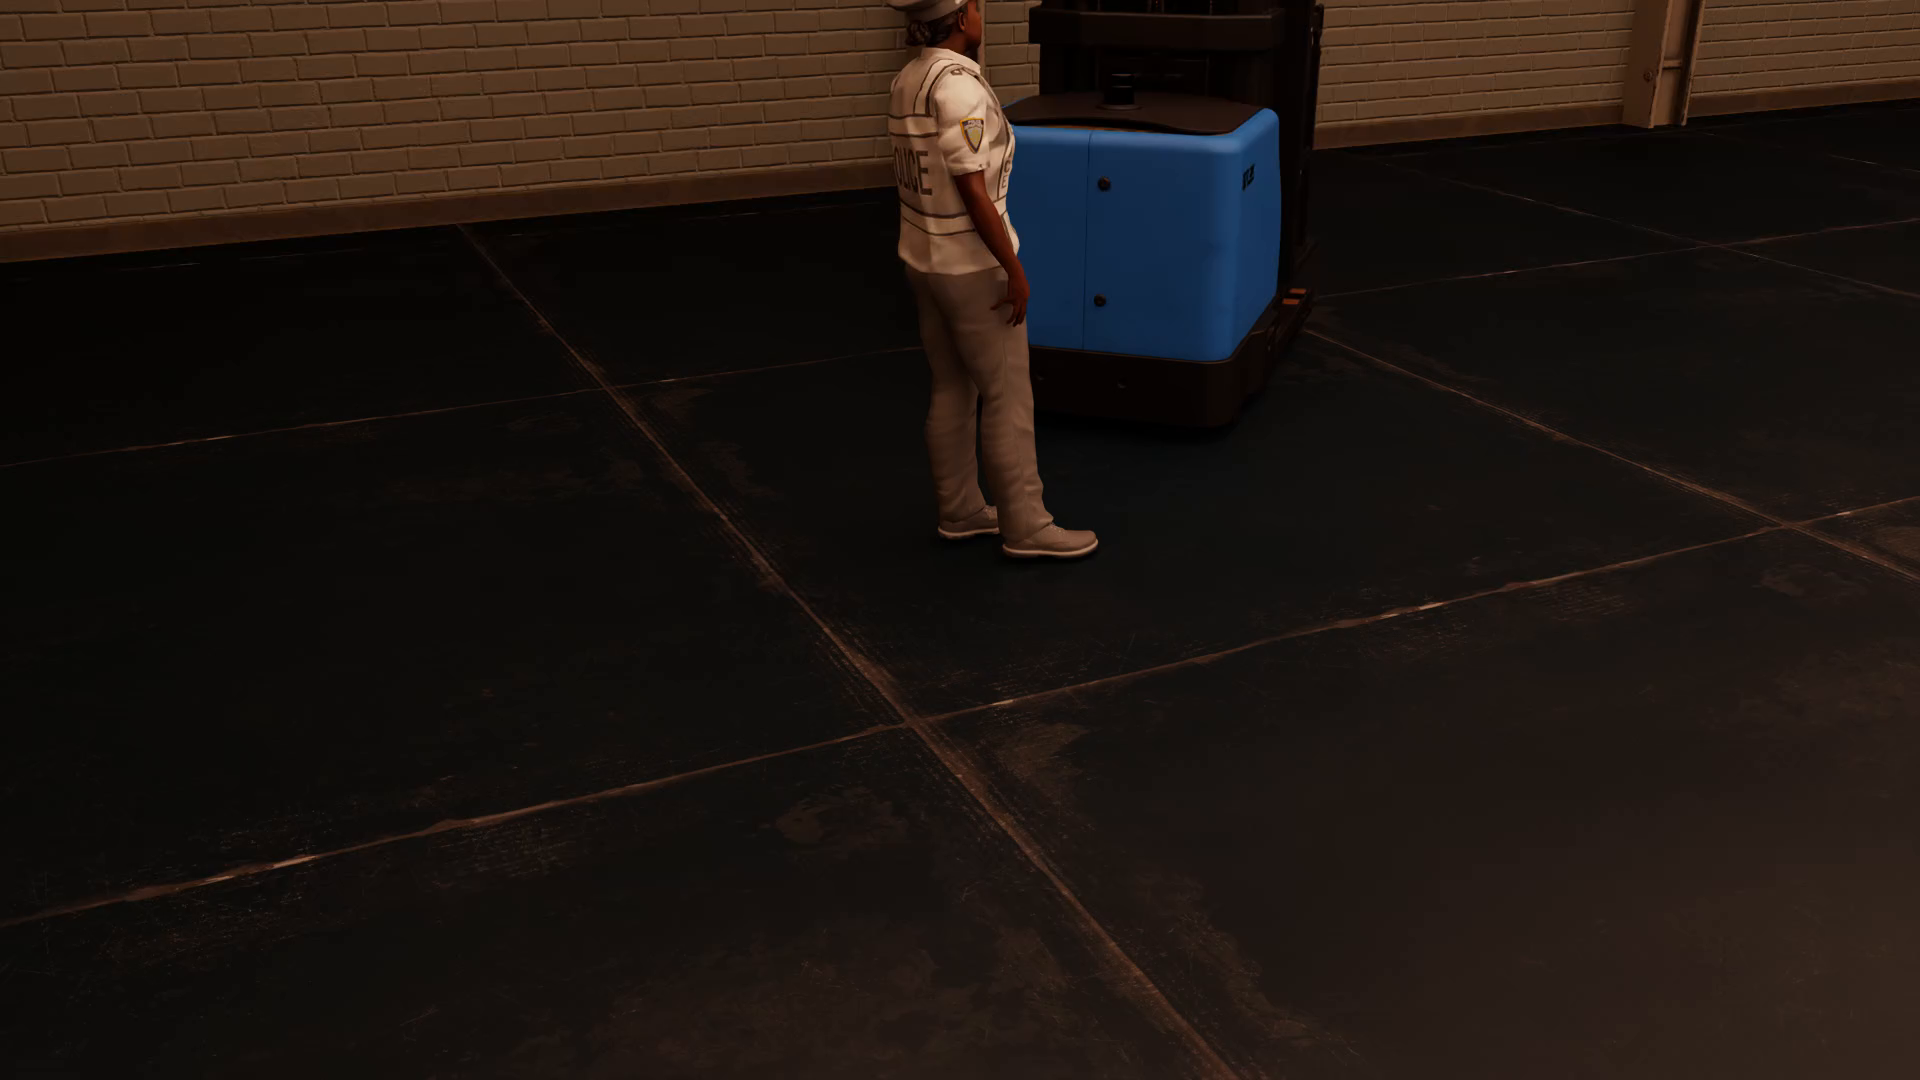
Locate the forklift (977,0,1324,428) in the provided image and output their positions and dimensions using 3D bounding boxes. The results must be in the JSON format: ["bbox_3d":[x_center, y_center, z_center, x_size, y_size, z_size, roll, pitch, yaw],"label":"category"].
[{"bbox_3d":[0.939,-2.284,6.785,1.130,2.935,3.031,8,24,18],"label":"forklift"}]

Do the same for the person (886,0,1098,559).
[{"bbox_3d":[0.077,-0.795,4.792,0.528,1.697,0.570,-10,25,-23],"label":"person"}]
